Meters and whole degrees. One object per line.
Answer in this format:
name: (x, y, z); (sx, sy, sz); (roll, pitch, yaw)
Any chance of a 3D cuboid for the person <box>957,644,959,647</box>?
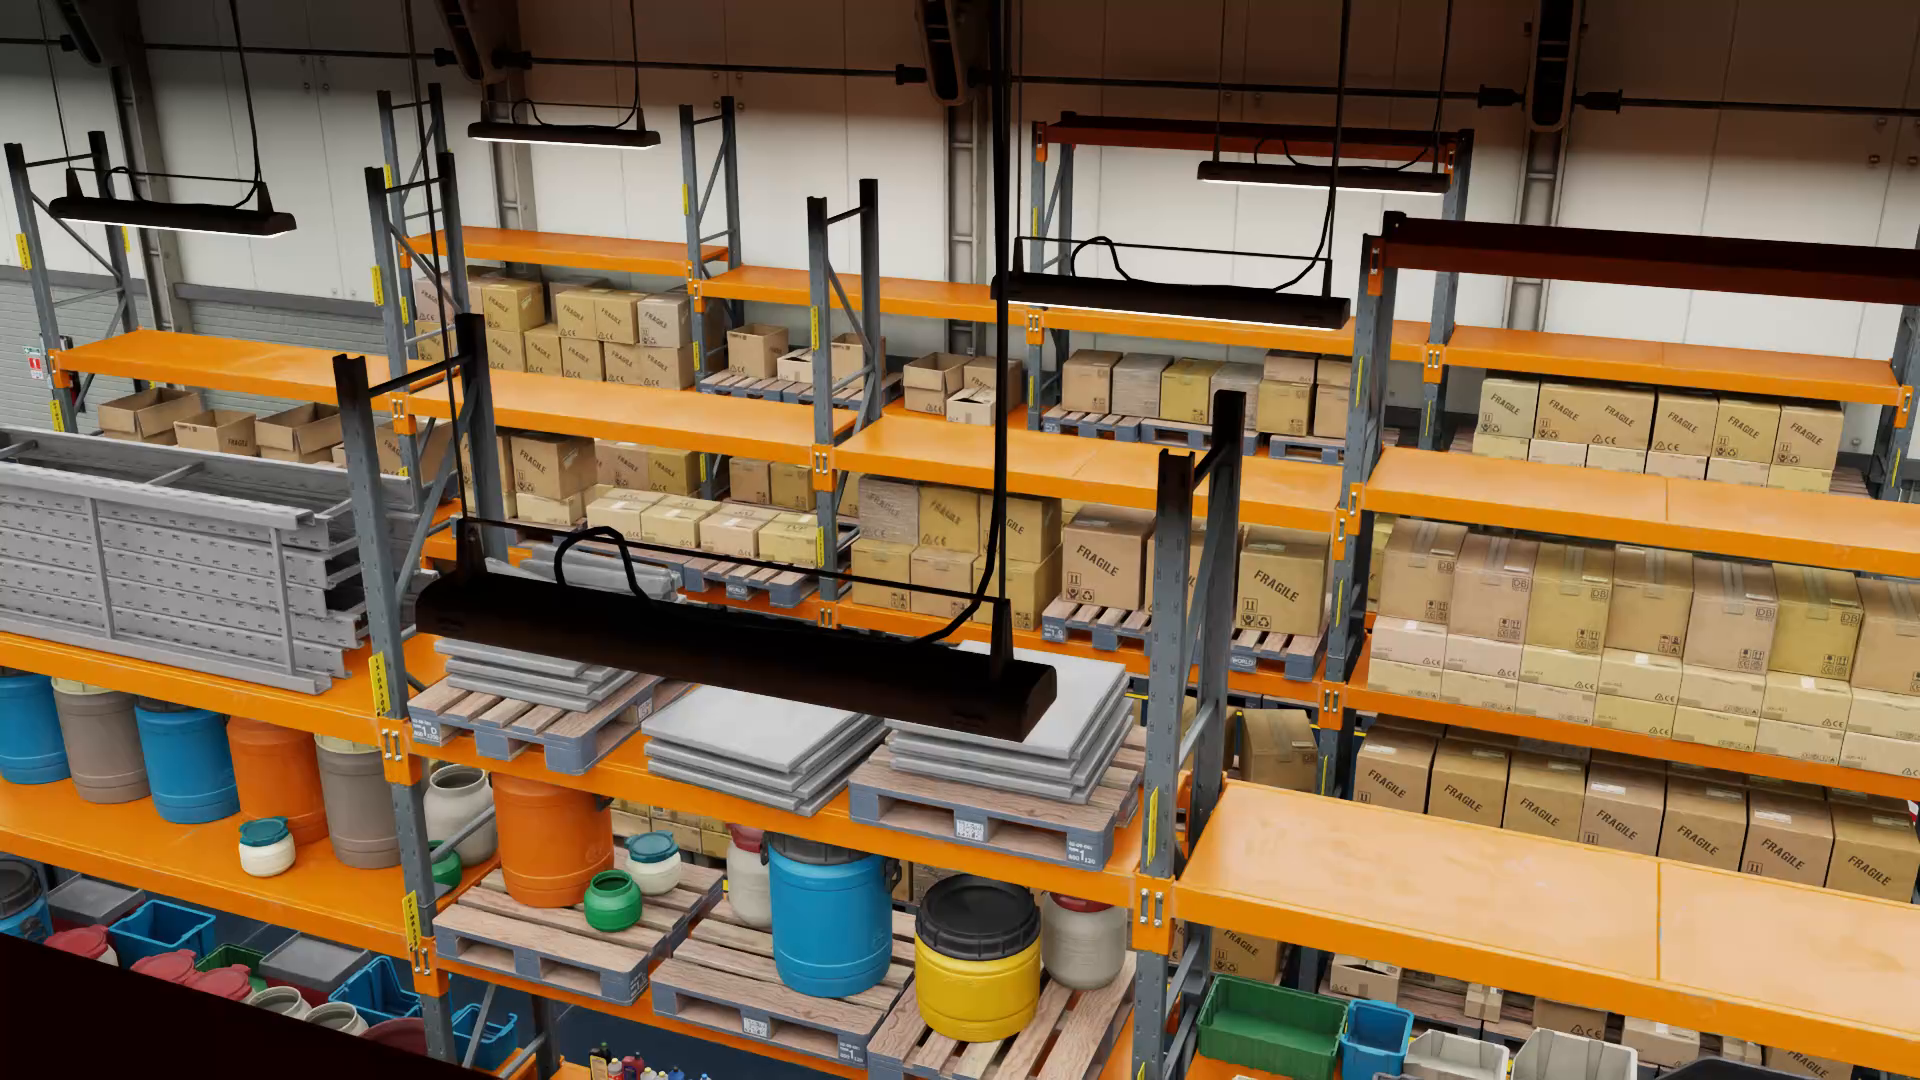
person: (0.050, 1.662, 15.810); (0.775, 1.578, 0.424); (6, 22, 15)
